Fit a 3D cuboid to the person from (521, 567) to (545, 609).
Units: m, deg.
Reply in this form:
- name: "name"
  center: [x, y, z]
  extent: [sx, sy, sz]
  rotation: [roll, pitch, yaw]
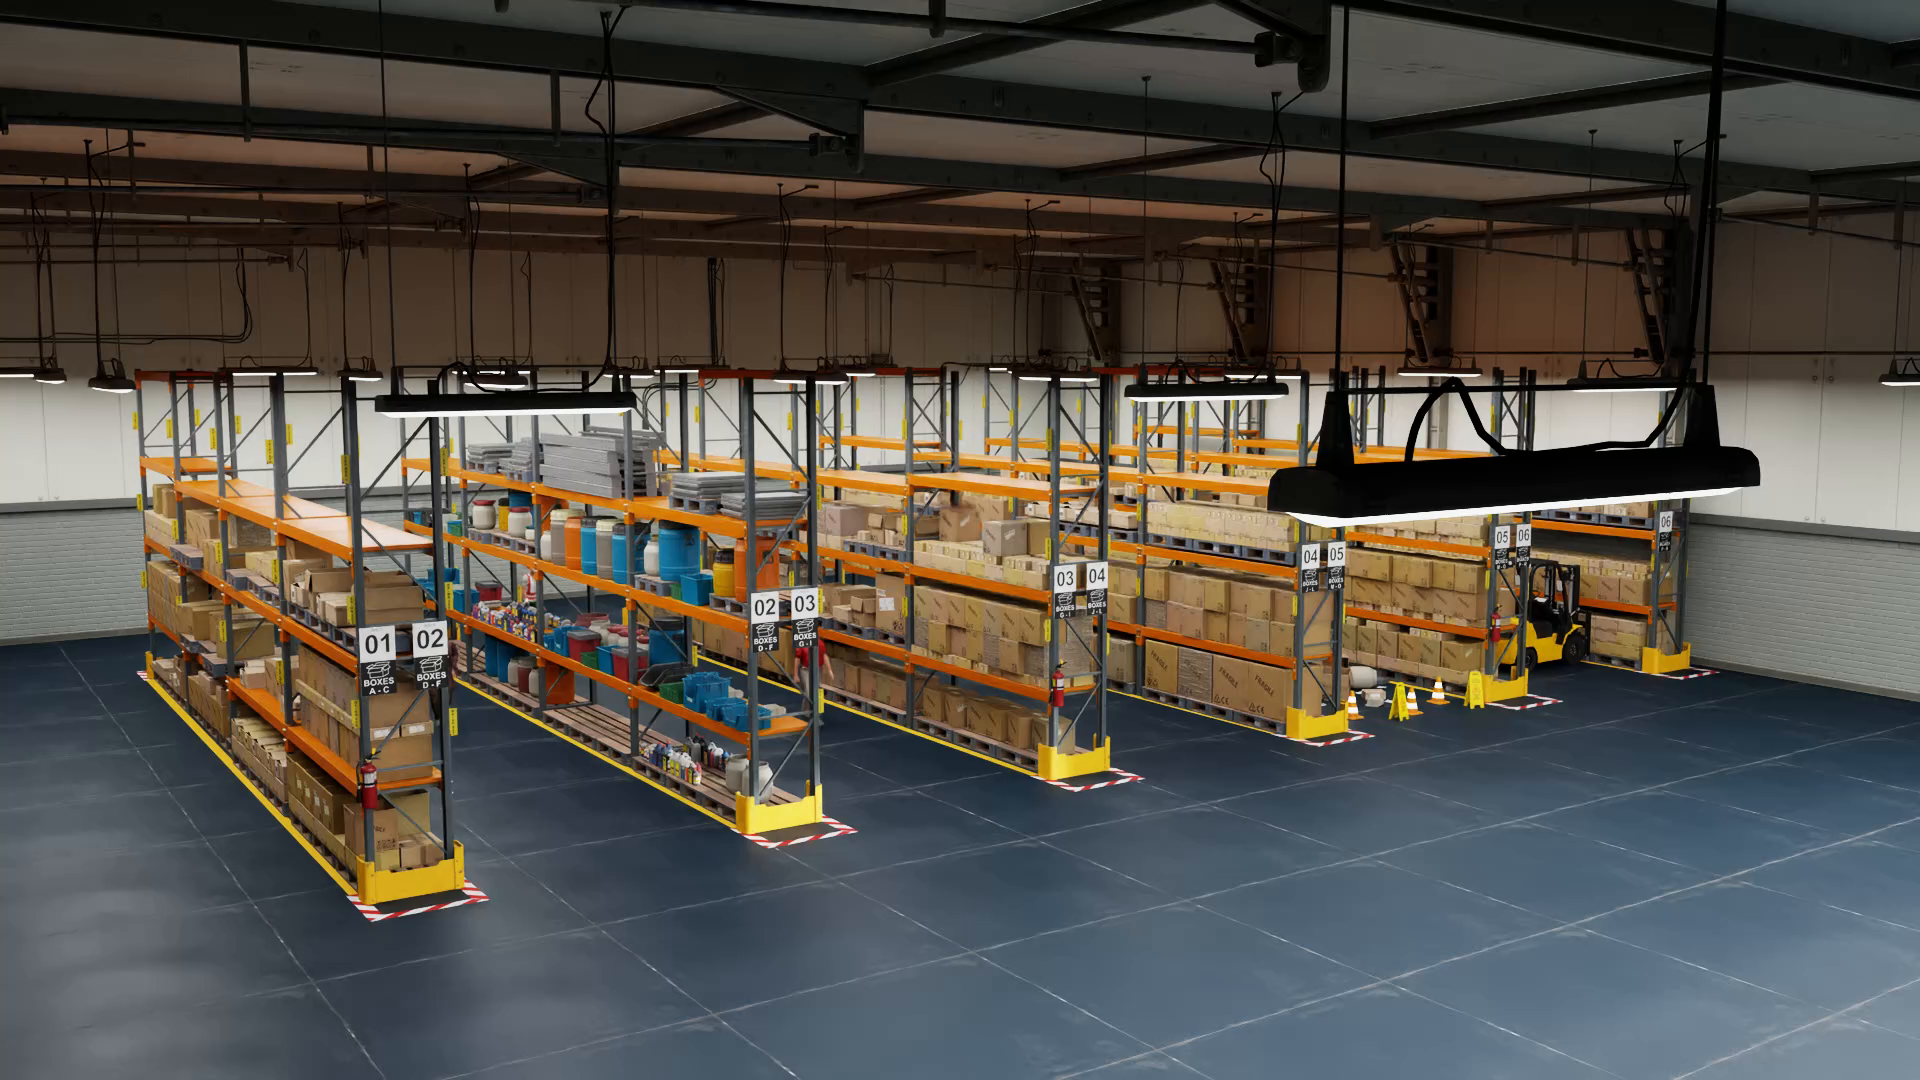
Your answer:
- name: "person"
  center: [-9.361, 1.334, 36.575]
  extent: [0.559, 1.728, 1.096]
  rotation: [-5, 8, -35]

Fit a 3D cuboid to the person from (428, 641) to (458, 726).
- name: "person"
  center: [-8.831, 2.329, 28.160]
  extent: [0.689, 1.686, 0.669]
  rotation: [-3, 7, -24]

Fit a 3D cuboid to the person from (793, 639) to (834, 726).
- name: "person"
  center: [-2.505, 2.282, 28.425]
  extent: [0.621, 1.654, 1.084]
  rotation: [-4, 8, -33]
